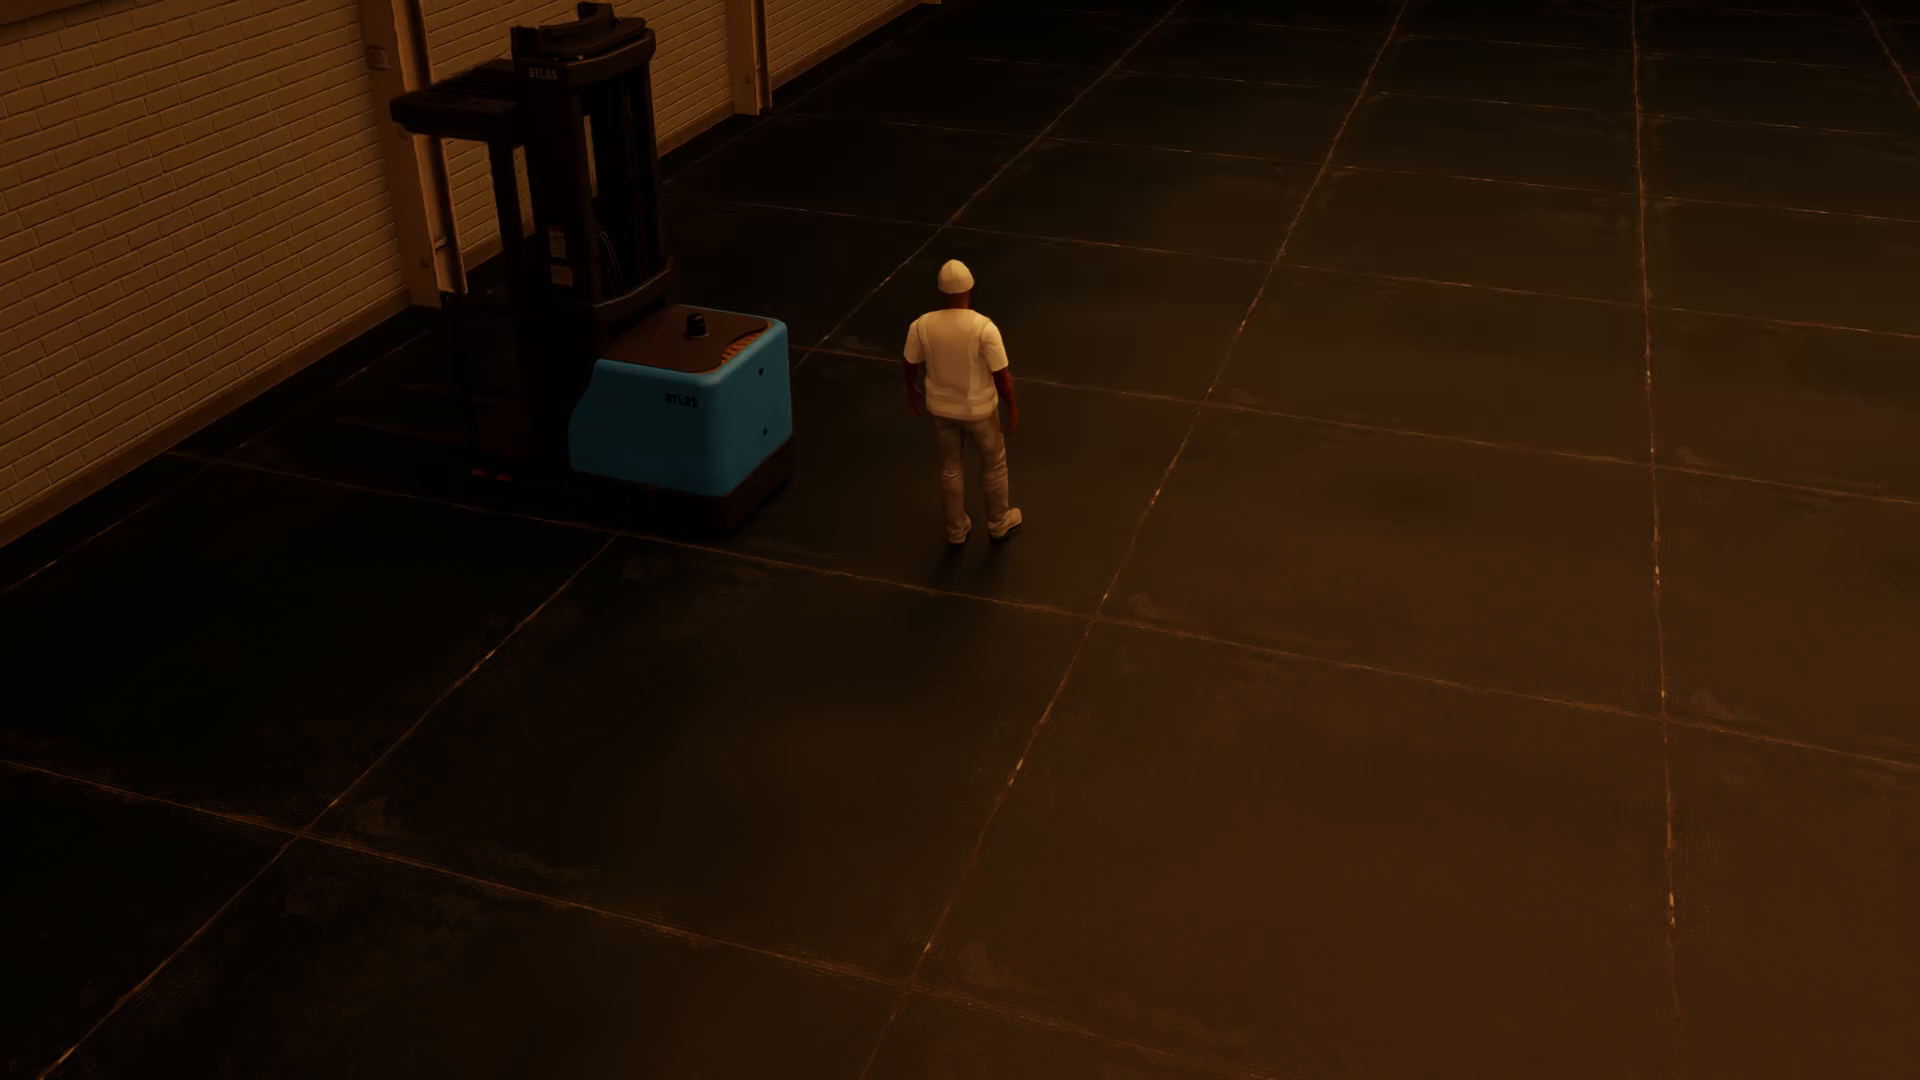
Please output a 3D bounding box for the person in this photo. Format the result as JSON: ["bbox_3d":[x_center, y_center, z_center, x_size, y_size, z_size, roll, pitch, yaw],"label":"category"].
[{"bbox_3d":[0.029,-0.823,9.766,0.703,1.763,0.554,9,31,16],"label":"person"}]

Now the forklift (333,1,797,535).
[{"bbox_3d":[-2.630,-1.753,10.211,3.031,2.935,1.130,11,31,18],"label":"forklift"}]
